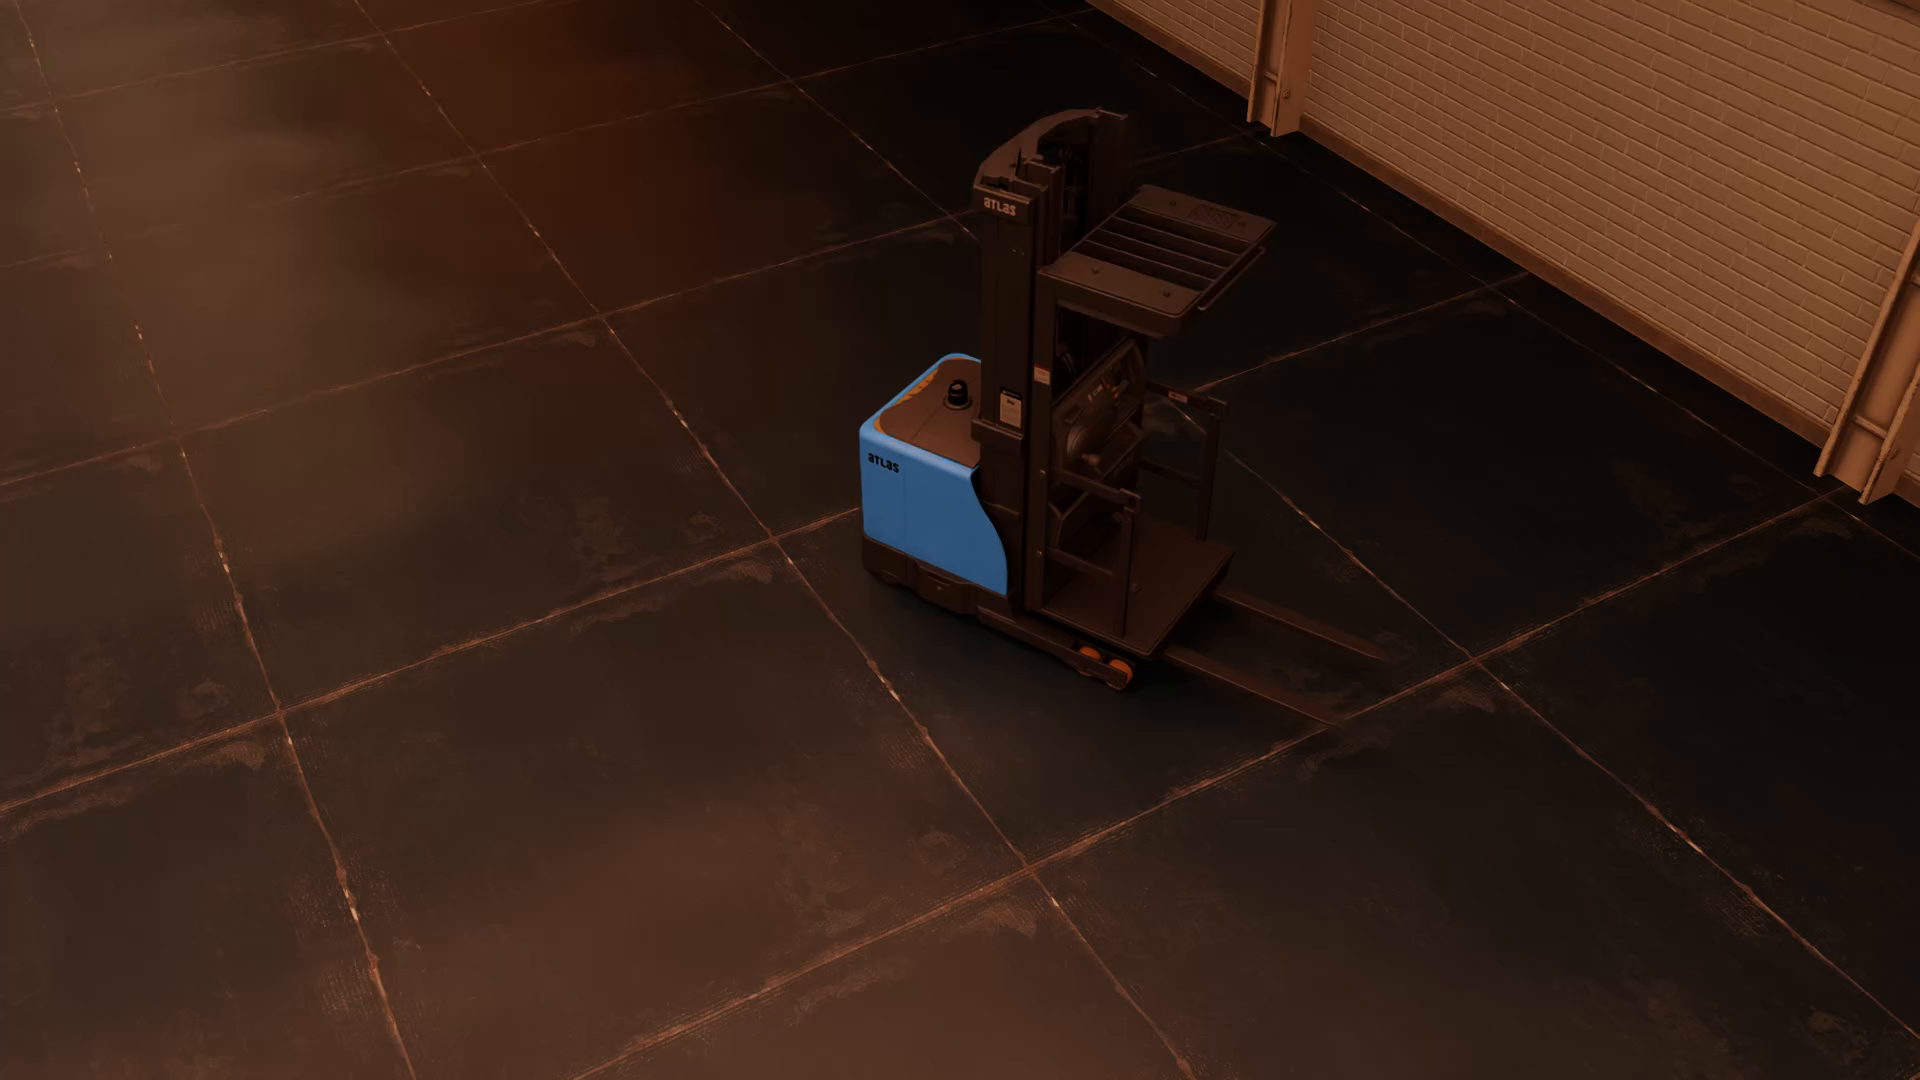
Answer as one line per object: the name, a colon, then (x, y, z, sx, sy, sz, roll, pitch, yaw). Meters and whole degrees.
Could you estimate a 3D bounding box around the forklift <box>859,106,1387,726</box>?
forklift: (0.922, -0.681, 8.857, 3.031, 2.935, 1.130, 23, 45, 25)
